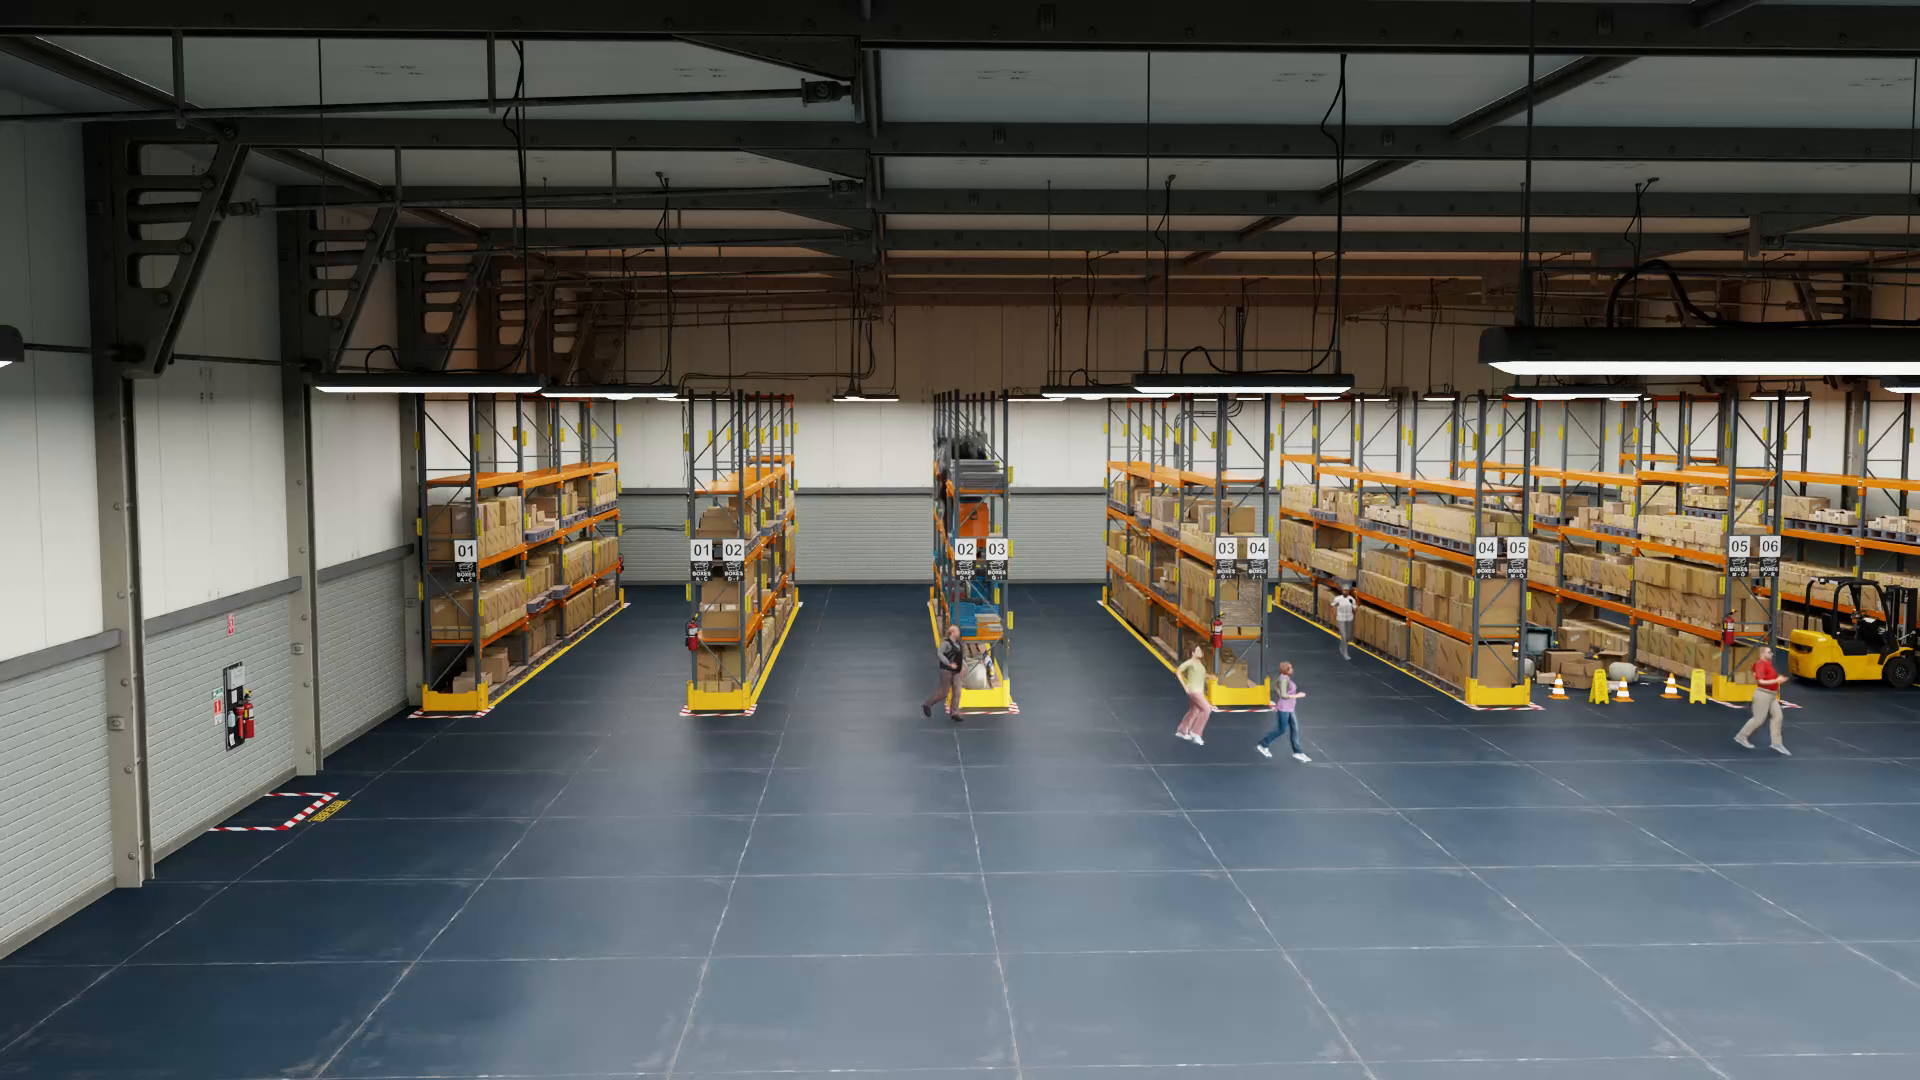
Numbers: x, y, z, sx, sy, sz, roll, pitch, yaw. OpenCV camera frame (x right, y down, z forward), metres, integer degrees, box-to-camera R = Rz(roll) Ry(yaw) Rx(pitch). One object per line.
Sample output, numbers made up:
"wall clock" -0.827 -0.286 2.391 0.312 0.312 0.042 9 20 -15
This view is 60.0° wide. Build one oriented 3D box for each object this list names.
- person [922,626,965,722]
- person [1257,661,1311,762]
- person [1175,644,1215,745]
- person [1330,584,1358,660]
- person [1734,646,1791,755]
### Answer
"person" -0.174 2.408 30.274 0.857 1.696 0.748 3 6 35
"person" 5.195 2.735 26.580 0.832 1.606 0.535 2 5 20
"person" 3.971 2.599 28.093 0.698 1.696 0.548 2 5 27
"person" 8.653 1.818 37.419 0.583 1.670 0.924 -1 5 -7
"person" 13.211 2.623 27.321 0.834 1.770 0.651 4 6 40
